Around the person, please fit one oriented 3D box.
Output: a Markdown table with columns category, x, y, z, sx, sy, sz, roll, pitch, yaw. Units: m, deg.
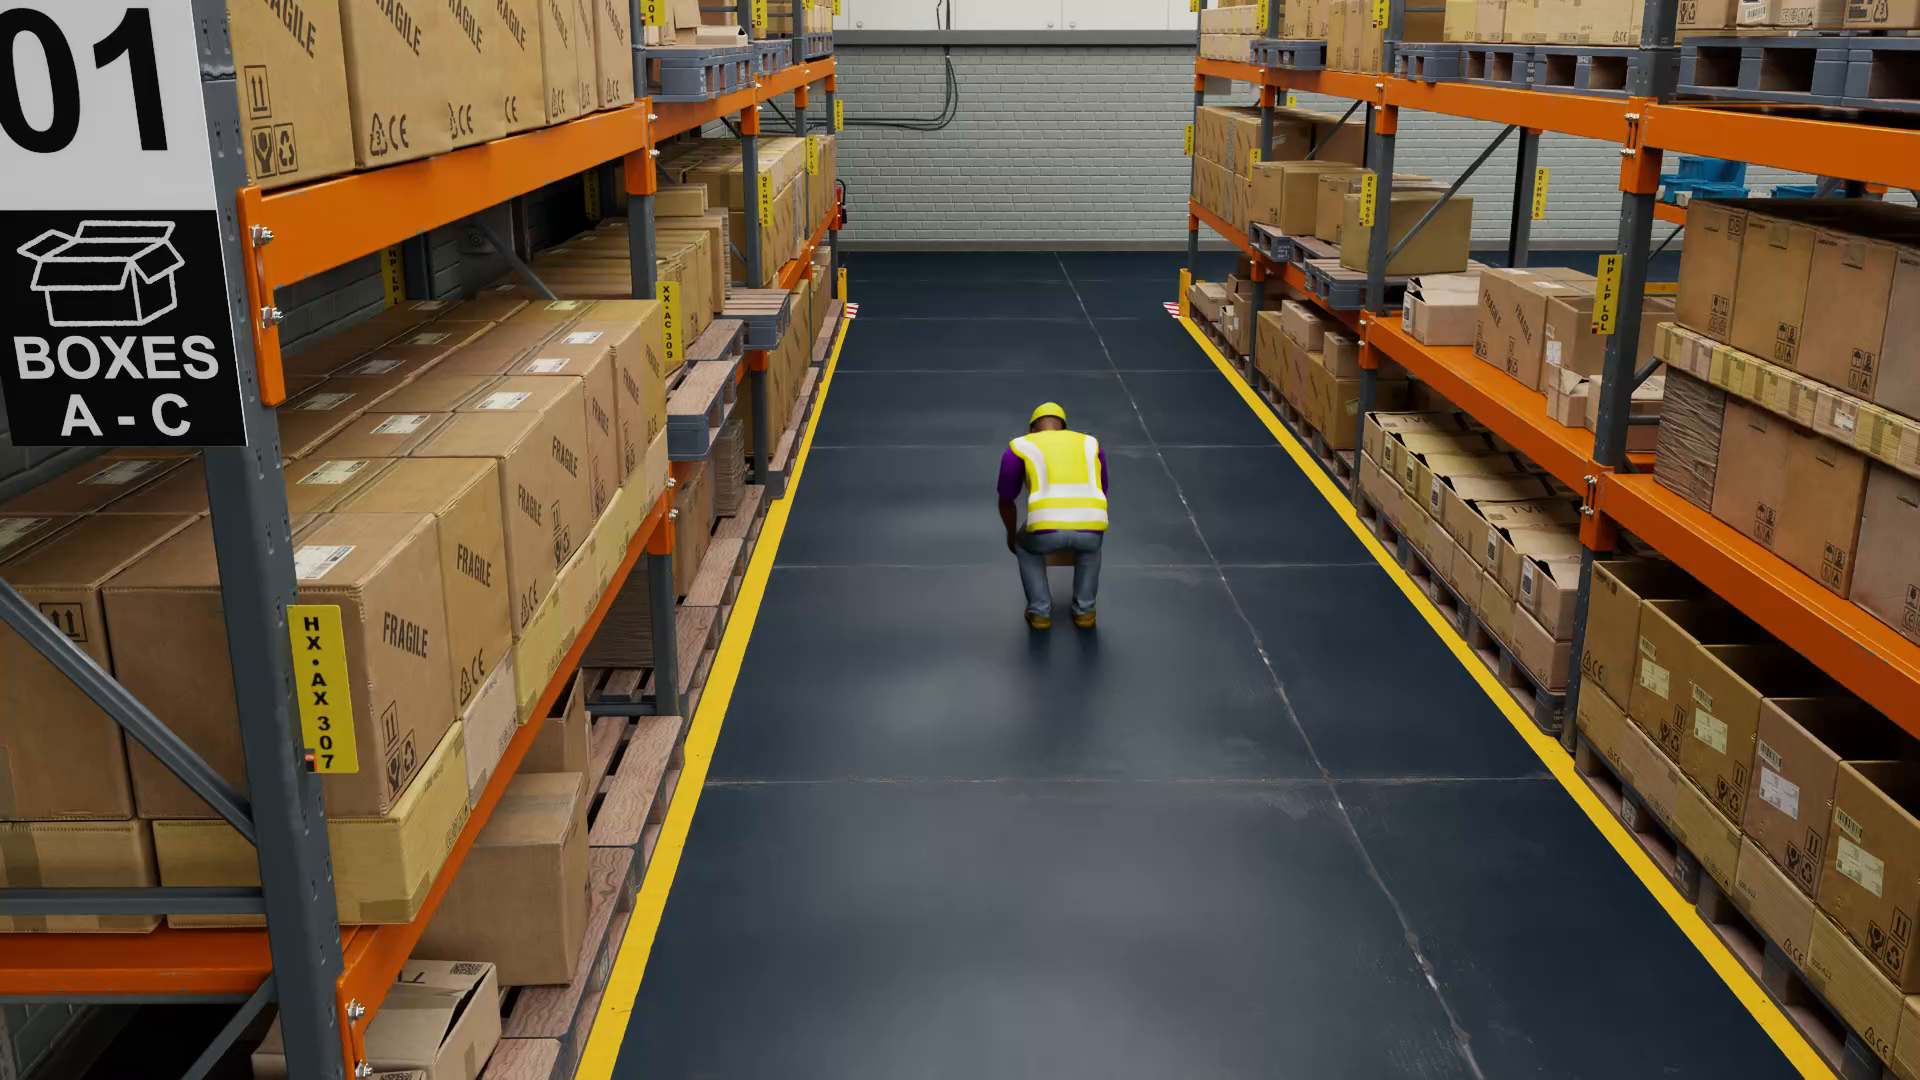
| category | x | y | z | sx | sy | sz | roll | pitch | yaw |
| --- | --- | --- | --- | --- | --- | --- | --- | --- | --- |
| person | 0.509 | -0.125 | 9.002 | 0.607 | 1.133 | 0.856 | 0 | 17 | -1 |
